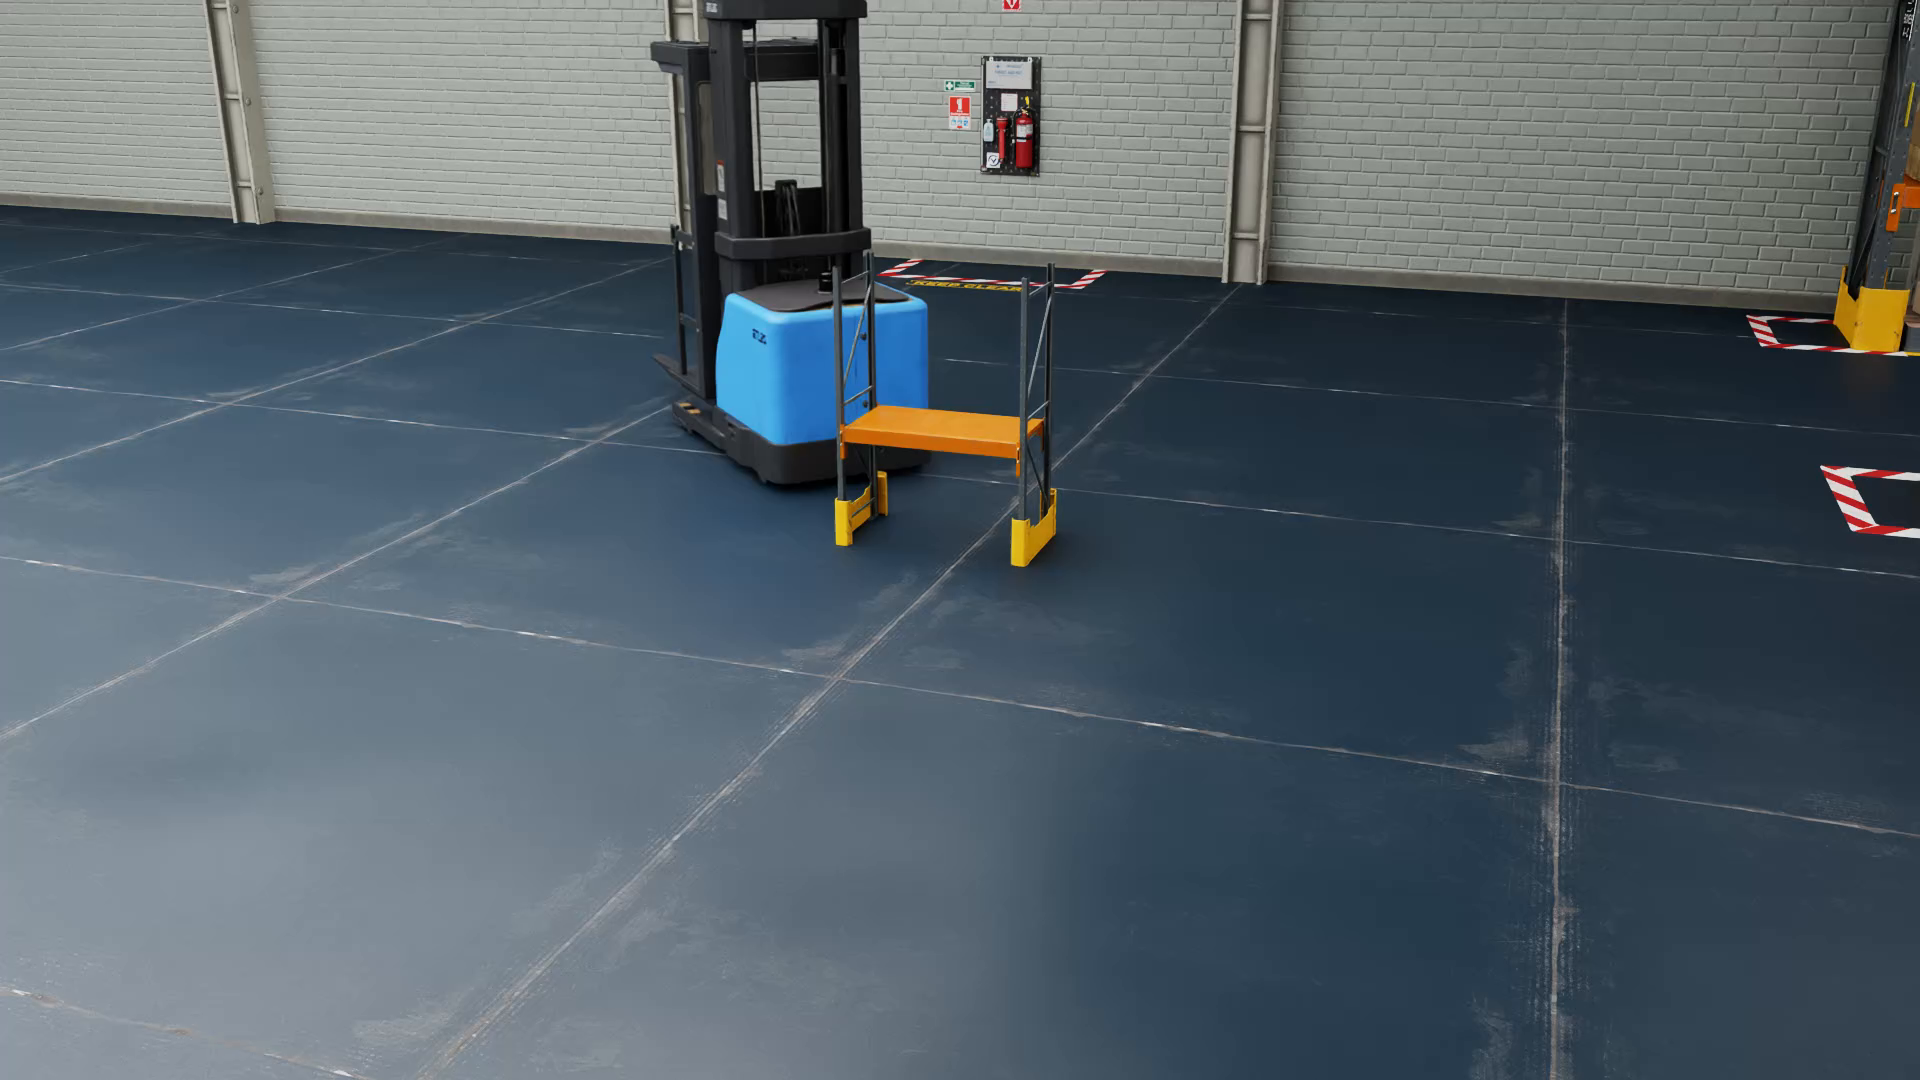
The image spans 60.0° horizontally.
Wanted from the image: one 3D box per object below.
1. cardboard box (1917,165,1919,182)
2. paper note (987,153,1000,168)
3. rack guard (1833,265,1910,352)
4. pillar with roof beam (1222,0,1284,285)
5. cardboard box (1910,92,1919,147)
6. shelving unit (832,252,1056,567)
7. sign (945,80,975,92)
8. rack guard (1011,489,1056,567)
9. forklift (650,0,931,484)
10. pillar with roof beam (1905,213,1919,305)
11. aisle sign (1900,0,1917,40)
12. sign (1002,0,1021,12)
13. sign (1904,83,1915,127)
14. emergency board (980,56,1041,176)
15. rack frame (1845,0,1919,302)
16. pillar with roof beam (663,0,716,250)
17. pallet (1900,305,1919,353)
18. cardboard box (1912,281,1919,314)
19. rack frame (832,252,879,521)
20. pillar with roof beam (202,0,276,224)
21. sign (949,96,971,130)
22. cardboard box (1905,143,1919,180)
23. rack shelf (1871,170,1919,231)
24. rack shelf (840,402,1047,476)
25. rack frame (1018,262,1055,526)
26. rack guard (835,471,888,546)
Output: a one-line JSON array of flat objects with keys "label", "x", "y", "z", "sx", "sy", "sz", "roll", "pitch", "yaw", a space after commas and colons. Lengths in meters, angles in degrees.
[{"label": "cardboard box", "x": 7.887, "y": -2.919, "z": 13.091, "sx": 0.500, "sy": 0.250, "sz": 0.500, "roll": 6, "pitch": 20, "yaw": 16}, {"label": "paper note", "x": 0.341, "y": -3.877, "z": 16.979, "sx": 0.142, "sy": 0.148, "sz": 0.016, "roll": 7, "pitch": 20, "yaw": 18}, {"label": "rack guard", "x": 7.602, "y": -1.943, "z": 13.892, "sx": 0.348, "sy": 0.500, "sz": 1.175, "roll": 7, "pitch": 20, "yaw": 18}, {"label": "pillar with roof beam", "x": 1.395, "y": -5.468, "z": 11.090, "sx": 0.400, "sy": 9.000, "sz": 9.100, "roll": 7, "pitch": 20, "yaw": 18}, {"label": "cardboard box", "x": 8.045, "y": -3.440, "z": 13.445, "sx": 0.500, "sy": 0.500, "sz": 0.500, "roll": 6, "pitch": 20, "yaw": 17}, {"label": "shelving unit", "x": -0.072, "y": -0.716, "z": 8.853, "sx": 1.083, "sy": 1.500, "sz": 0.587, "roll": 7, "pitch": 20, "yaw": 18}, {"label": "sign", "x": -0.001, "y": -4.608, "z": 16.878, "sx": 0.331, "sy": 0.109, "sz": 0.001, "roll": 7, "pitch": 20, "yaw": 18}, {"label": "rack guard", "x": 0.398, "y": -0.072, "z": 8.904, "sx": 0.087, "sy": 0.250, "sz": 0.587, "roll": 7, "pitch": 20, "yaw": 18}, {"label": "forklift", "x": -1.297, "y": -2.153, "z": 10.800, "sx": 1.130, "sy": 2.935, "sz": 3.031, "roll": -10, "pitch": 21, "yaw": -25}, {"label": "pillar with roof beam", "x": 7.063, "y": -4.819, "z": 9.231, "sx": 0.400, "sy": 9.000, "sz": 9.100, "roll": 7, "pitch": 20, "yaw": 18}, {"label": "aisle sign", "x": 7.364, "y": -4.274, "z": 12.830, "sx": 0.004, "sy": 0.787, "sz": 0.394, "roll": 7, "pitch": 20, "yaw": 18}, {"label": "sign", "x": 0.511, "y": -5.379, "z": 16.427, "sx": 0.199, "sy": 0.298, "sz": 0.001, "roll": 7, "pitch": 20, "yaw": 18}, {"label": "sign", "x": 7.352, "y": -3.372, "z": 12.877, "sx": 0.005, "sy": 0.325, "sz": 0.100, "roll": 7, "pitch": 20, "yaw": 18}, {"label": "emergency board", "x": 0.486, "y": -4.252, "z": 16.717, "sx": 0.643, "sy": 1.169, "sz": 0.194, "roll": 7, "pitch": 20, "yaw": 18}, {"label": "rack frame", "x": 7.530, "y": -3.132, "z": 13.504, "sx": 0.127, "sy": 3.000, "sz": 1.000, "roll": 7, "pitch": 20, "yaw": 18}, {"label": "pillar with roof beam", "x": -4.273, "y": -6.116, "z": 12.949, "sx": 0.400, "sy": 9.000, "sz": 9.100, "roll": 7, "pitch": 20, "yaw": 18}, {"label": "pallet", "x": 8.358, "y": -1.708, "z": 13.656, "sx": 1.213, "sy": 0.211, "sz": 1.003, "roll": 7, "pitch": 20, "yaw": 18}, {"label": "cardboard box", "x": 8.154, "y": -1.967, "z": 13.579, "sx": 0.500, "sy": 0.311, "sz": 0.500, "roll": 4, "pitch": 20, "yaw": 12}, {"label": "rack frame", "x": -0.561, "y": -0.772, "z": 9.013, "sx": 0.032, "sy": 1.500, "sz": 0.500, "roll": 7, "pitch": 20, "yaw": 18}, {"label": "pillar with roof beam", "x": -9.941, "y": -6.764, "z": 14.809, "sx": 0.400, "sy": 9.000, "sz": 9.100, "roll": 7, "pitch": 20, "yaw": 18}, {"label": "sign", "x": -0.003, "y": -4.361, "z": 16.975, "sx": 0.234, "sy": 0.329, "sz": 0.001, "roll": 7, "pitch": 20, "yaw": 18}, {"label": "cardboard box", "x": 8.035, "y": -3.080, "z": 13.553, "sx": 0.500, "sy": 0.250, "sz": 0.500, "roll": 7, "pitch": 20, "yaw": 19}, {"label": "rack shelf", "x": 9.420, "y": -2.576, "z": 13.002, "sx": 4.000, "sy": 0.370, "sz": 1.077, "roll": 7, "pitch": 20, "yaw": 18}, {"label": "rack shelf", "x": -0.081, "y": -0.548, "z": 8.915, "sx": 1.000, "sy": 0.185, "sz": 0.538, "roll": 7, "pitch": 20, "yaw": 18}, {"label": "rack frame", "x": 0.400, "y": -0.663, "z": 8.698, "sx": 0.032, "sy": 1.500, "sz": 0.500, "roll": 7, "pitch": 20, "yaw": 18}, {"label": "rack guard", "x": -0.542, "y": -0.180, "z": 9.213, "sx": 0.087, "sy": 0.250, "sz": 0.587, "roll": 7, "pitch": 20, "yaw": 18}]
